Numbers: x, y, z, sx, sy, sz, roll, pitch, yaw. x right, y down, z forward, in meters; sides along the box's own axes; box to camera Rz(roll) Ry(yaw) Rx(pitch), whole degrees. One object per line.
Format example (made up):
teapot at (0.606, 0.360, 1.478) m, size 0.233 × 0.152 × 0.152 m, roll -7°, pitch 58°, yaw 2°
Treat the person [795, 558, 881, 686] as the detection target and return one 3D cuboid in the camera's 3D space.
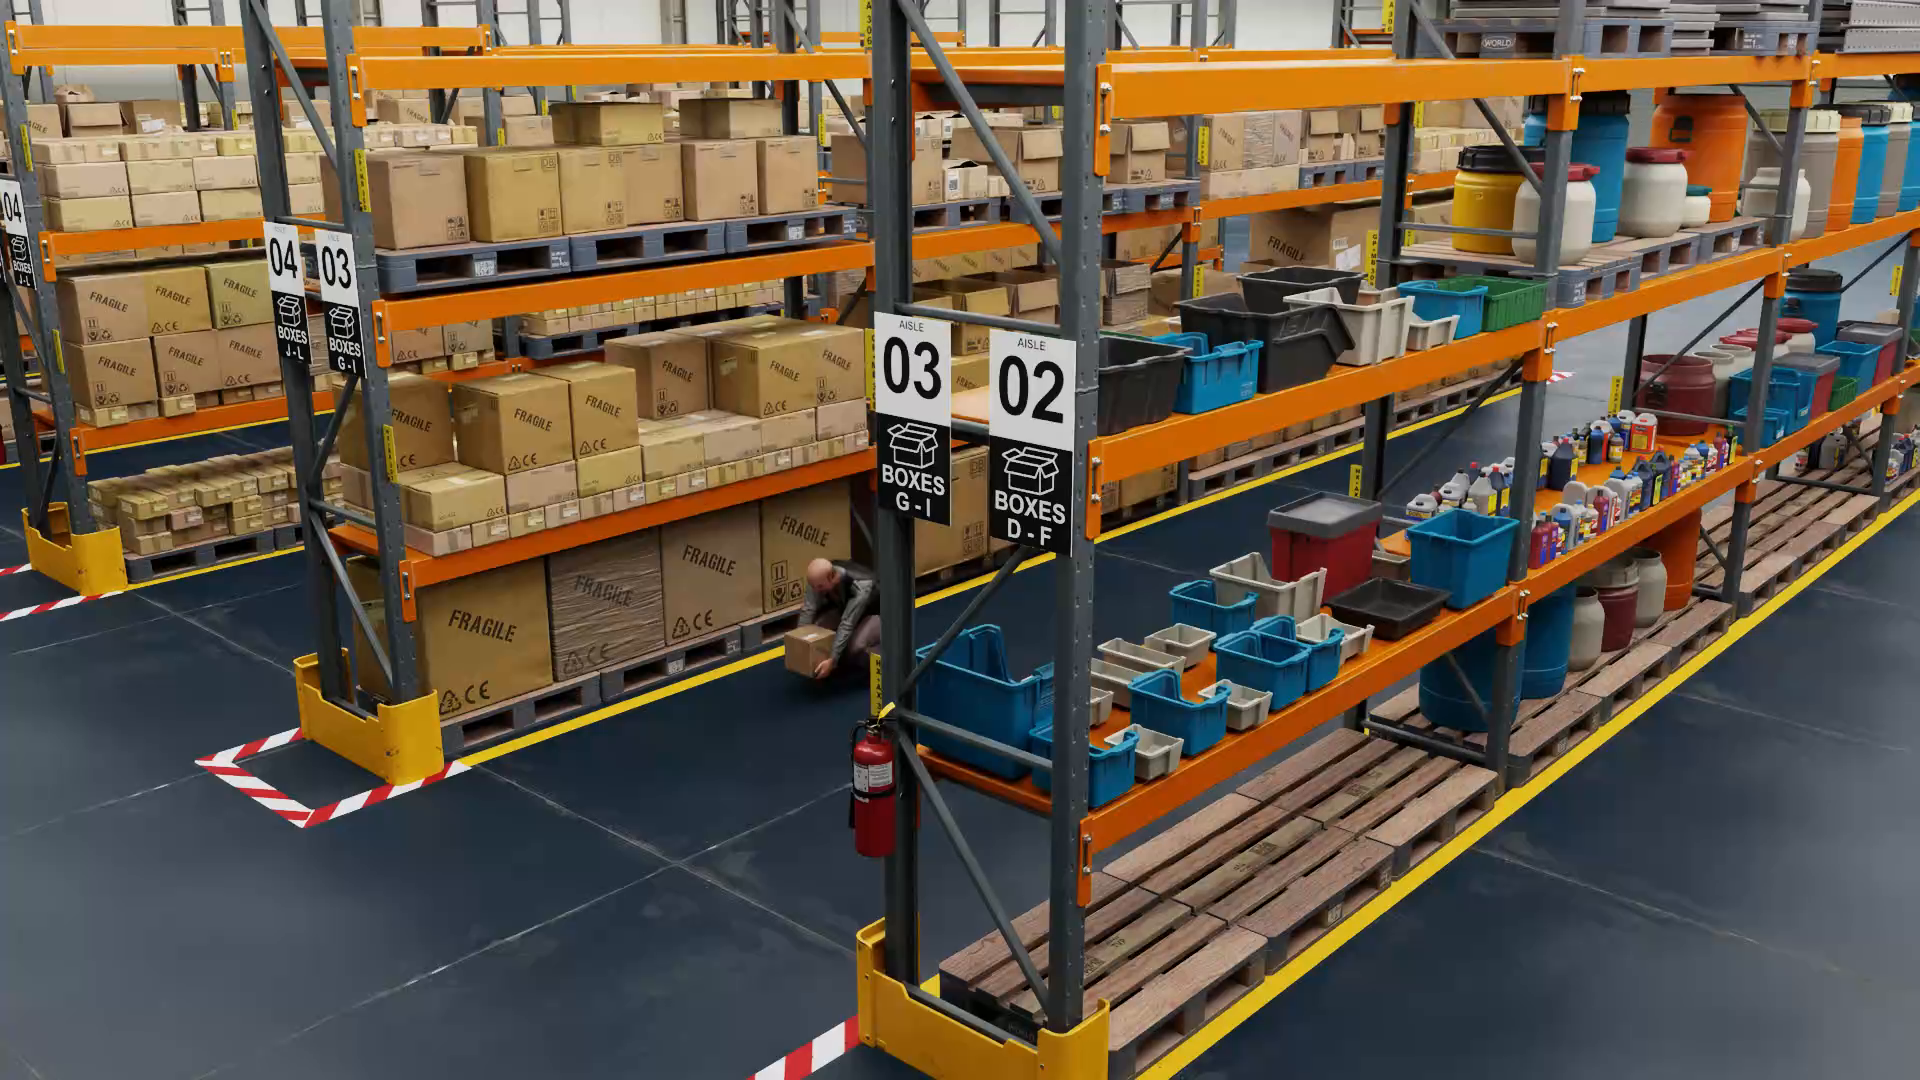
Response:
person at (-0.767, 0.516, 11.199) m, size 0.519 × 0.972 × 0.857 m, roll 14°, pitch 22°, yaw 38°
